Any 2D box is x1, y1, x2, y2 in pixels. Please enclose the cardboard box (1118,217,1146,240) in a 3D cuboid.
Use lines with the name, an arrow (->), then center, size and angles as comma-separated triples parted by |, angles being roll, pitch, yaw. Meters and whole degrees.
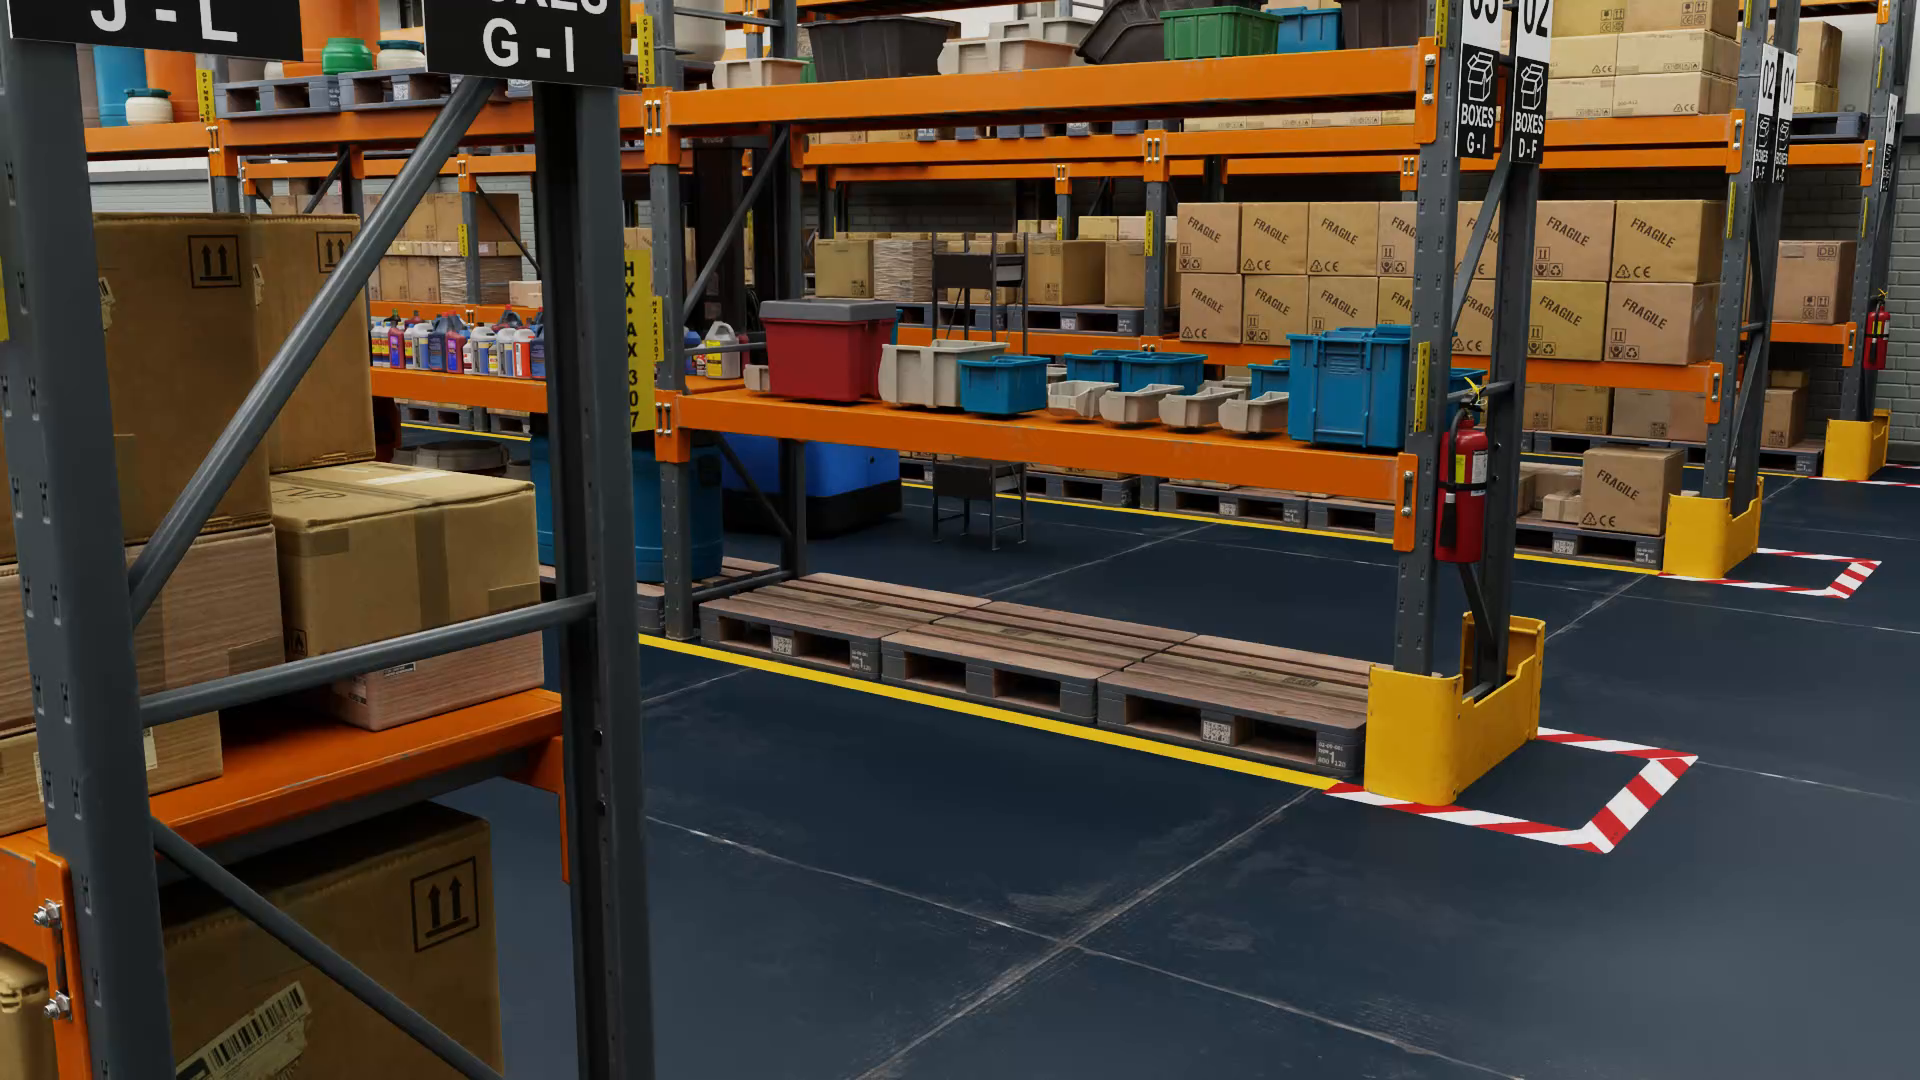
cardboard box -> 2.071, -3.405, 18.158 | 0.500, 0.250, 0.500 | 8, 13, 35

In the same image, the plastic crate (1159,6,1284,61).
plastic crate -> 1.044, -2.002, 6.642 | 0.336, 0.188, 0.450 | 8, 13, 36

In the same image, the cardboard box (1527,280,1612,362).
cardboard box -> 4.001, -1.440, 10.811 | 0.500, 0.500, 0.500 | 8, 14, 36

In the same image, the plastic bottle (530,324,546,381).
plastic bottle -> -2.299, -1.066, 9.272 | 0.185, 0.351, 0.144 | 8, 13, 36

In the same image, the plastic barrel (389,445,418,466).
plastic barrel -> -3.527, -0.348, 10.877 | 0.421, 0.512, 0.421 | 0, 11, 0

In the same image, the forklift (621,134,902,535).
forklift -> -1.966, -1.652, 12.351 | 3.031, 2.935, 1.130 | 6, 13, 29

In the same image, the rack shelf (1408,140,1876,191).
rack shelf -> 6.260, -3.427, 15.345 | 4.000, 0.370, 1.077 | 8, 13, 36

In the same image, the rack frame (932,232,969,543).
rack frame -> -0.063, -1.040, 11.376 | 0.015, 2.100, 0.400 | 8, 13, 36

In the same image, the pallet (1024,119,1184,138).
pallet -> 1.235, -3.238, 12.969 | 1.003, 0.211, 1.213 | 8, 13, 36

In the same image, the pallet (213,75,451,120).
pallet -> -3.881, -2.745, 10.420 | 1.213, 0.211, 1.003 | 8, 13, 36

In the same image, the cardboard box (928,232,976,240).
cardboard box -> 0.022, -3.435, 19.969 | 0.500, 0.500, 0.700 | 8, 13, 36

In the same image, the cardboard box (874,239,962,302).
cardboard box -> -0.306, -2.293, 14.118 | 0.700, 0.500, 0.500 | -10, 15, -42

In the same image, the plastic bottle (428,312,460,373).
plastic bottle -> -3.038, -1.169, 9.804 | 0.185, 0.351, 0.144 | 8, 13, 36

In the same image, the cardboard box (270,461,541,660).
cardboard box -> -1.151, 0.024, 3.119 | 0.500, 0.250, 0.500 | 8, 13, 34

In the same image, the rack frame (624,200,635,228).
rack frame -> -5.024, -3.882, 23.698 | 0.127, 3.000, 1.000 | 8, 13, 36

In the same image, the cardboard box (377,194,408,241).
cardboard box -> -5.902, -3.521, 18.155 | 0.500, 0.500, 0.700 | 8, 13, 36

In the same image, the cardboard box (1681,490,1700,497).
cardboard box -> 4.809, -0.240, 11.222 | 0.250, 0.149, 0.380 | 8, 13, 36

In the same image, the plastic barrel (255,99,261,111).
plastic barrel -> -4.669, -2.882, 11.042 | 0.294, 0.245, 0.294 | 0, 11, 0

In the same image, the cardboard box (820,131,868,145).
cardboard box -> -0.722, -3.644, 14.309 | 0.500, 0.500, 0.910 | 8, 13, 36

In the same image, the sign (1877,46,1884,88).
sign -> 7.540, -3.870, 13.617 | 0.005, 0.325, 0.100 | 8, 13, 36

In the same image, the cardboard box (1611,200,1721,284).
cardboard box -> 4.422, -1.872, 10.414 | 0.500, 0.500, 0.500 | 8, 13, 35

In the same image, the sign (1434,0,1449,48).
sign -> 1.696, -1.902, 5.840 | 0.005, 0.325, 0.100 | 8, 13, 36

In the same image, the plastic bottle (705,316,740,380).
plastic bottle -> -1.340, -1.086, 9.374 | 0.185, 0.351, 0.144 | 8, 13, 36

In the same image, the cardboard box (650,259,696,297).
cardboard box -> -2.867, -2.459, 16.079 | 0.500, 0.500, 0.500 | 7, 13, 33

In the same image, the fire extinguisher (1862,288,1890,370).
fire extinguisher -> 7.721, -1.774, 13.989 | 0.183, 0.674, 0.296 | 8, 13, 36

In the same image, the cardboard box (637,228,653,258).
cardboard box -> -4.012, -3.970, 22.523 | 0.500, 0.500, 0.500 | 7, 13, 34

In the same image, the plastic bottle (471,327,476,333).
plastic bottle -> -3.122, -1.281, 10.775 | 0.097, 0.201, 0.097 | 0, 11, 0

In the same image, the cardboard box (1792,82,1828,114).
cardboard box -> 7.125, -3.779, 14.295 | 0.500, 0.250, 0.500 | 8, 14, 37

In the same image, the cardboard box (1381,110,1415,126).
cardboard box -> 3.172, -2.911, 11.179 | 0.500, 0.250, 0.500 | 8, 13, 36

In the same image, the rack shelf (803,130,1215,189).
rack shelf -> 0.107, -3.118, 13.748 | 4.000, 0.370, 1.077 | 8, 13, 36

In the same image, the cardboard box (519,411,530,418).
cardboard box -> -4.139, -1.389, 16.944 | 0.500, 0.250, 0.500 | 8, 14, 37

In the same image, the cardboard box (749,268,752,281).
cardboard box -> -2.361, -3.375, 21.421 | 0.500, 0.250, 0.500 | 8, 14, 36

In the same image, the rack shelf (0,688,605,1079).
rack shelf -> -2.536, 0.320, 3.871 | 4.000, 0.370, 1.077 | 8, 13, 36

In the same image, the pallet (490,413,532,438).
pallet -> -4.112, -1.227, 17.319 | 1.213, 0.211, 1.003 | 8, 13, 36

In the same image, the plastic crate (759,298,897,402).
plastic crate -> -0.645, -0.938, 8.155 | 0.583, 0.464, 0.402 | 8, 13, 36

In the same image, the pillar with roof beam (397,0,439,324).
pillar with roof beam -> -11.332, -6.896, 23.486 | 0.400, 9.000, 9.100 | 8, 13, 36

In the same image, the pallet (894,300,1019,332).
pallet -> 0.065, -1.911, 14.018 | 1.213, 0.211, 1.003 | 8, 13, 36

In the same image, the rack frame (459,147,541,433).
rack frame -> -4.729, -2.673, 17.451 | 0.127, 3.000, 1.000 | 8, 13, 36

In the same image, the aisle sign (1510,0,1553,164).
aisle sign -> 2.242, -1.880, 6.506 | 0.004, 0.787, 0.394 | 8, 13, 36

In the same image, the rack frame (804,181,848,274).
rack frame -> -1.800, -3.432, 21.373 | 0.127, 3.000, 1.000 | 8, 13, 36

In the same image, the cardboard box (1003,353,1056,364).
cardboard box -> 0.813, -2.044, 19.621 | 0.500, 0.500, 0.700 | 8, 14, 36

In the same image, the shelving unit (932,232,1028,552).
shelving unit -> 0.133, -1.012, 11.234 | 0.503, 2.100, 0.431 | 8, 13, 36

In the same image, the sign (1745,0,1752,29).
sign -> 4.599, -3.149, 9.681 | 0.005, 0.325, 0.100 | 8, 13, 36

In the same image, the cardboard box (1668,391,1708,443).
cardboard box -> 6.846, -1.182, 15.215 | 0.500, 0.500, 0.700 | 8, 13, 35

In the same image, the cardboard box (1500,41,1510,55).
cardboard box -> 3.574, -3.100, 10.840 | 0.500, 0.250, 0.500 | 8, 13, 36

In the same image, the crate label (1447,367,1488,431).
crate label -> 2.004, -0.592, 6.974 | 0.303, 0.233, 0.416 | 8, 13, 36

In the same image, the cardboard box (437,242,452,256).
cardboard box -> -5.273, -3.067, 17.514 | 0.250, 0.149, 0.380 | 8, 13, 34

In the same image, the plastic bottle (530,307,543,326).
plastic bottle -> -2.580, -1.273, 10.341 | 0.185, 0.351, 0.144 | 8, 13, 36

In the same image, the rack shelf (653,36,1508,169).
rack shelf -> 0.396, -1.911, 7.505 | 4.000, 0.370, 1.077 | 8, 13, 36

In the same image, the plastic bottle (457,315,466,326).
plastic bottle -> -3.279, -1.337, 10.882 | 0.097, 0.271, 0.097 | 0, 11, 0

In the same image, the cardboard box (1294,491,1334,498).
cardboard box -> 2.633, -0.423, 12.119 | 0.250, 0.166, 0.380 | 8, 13, 36
